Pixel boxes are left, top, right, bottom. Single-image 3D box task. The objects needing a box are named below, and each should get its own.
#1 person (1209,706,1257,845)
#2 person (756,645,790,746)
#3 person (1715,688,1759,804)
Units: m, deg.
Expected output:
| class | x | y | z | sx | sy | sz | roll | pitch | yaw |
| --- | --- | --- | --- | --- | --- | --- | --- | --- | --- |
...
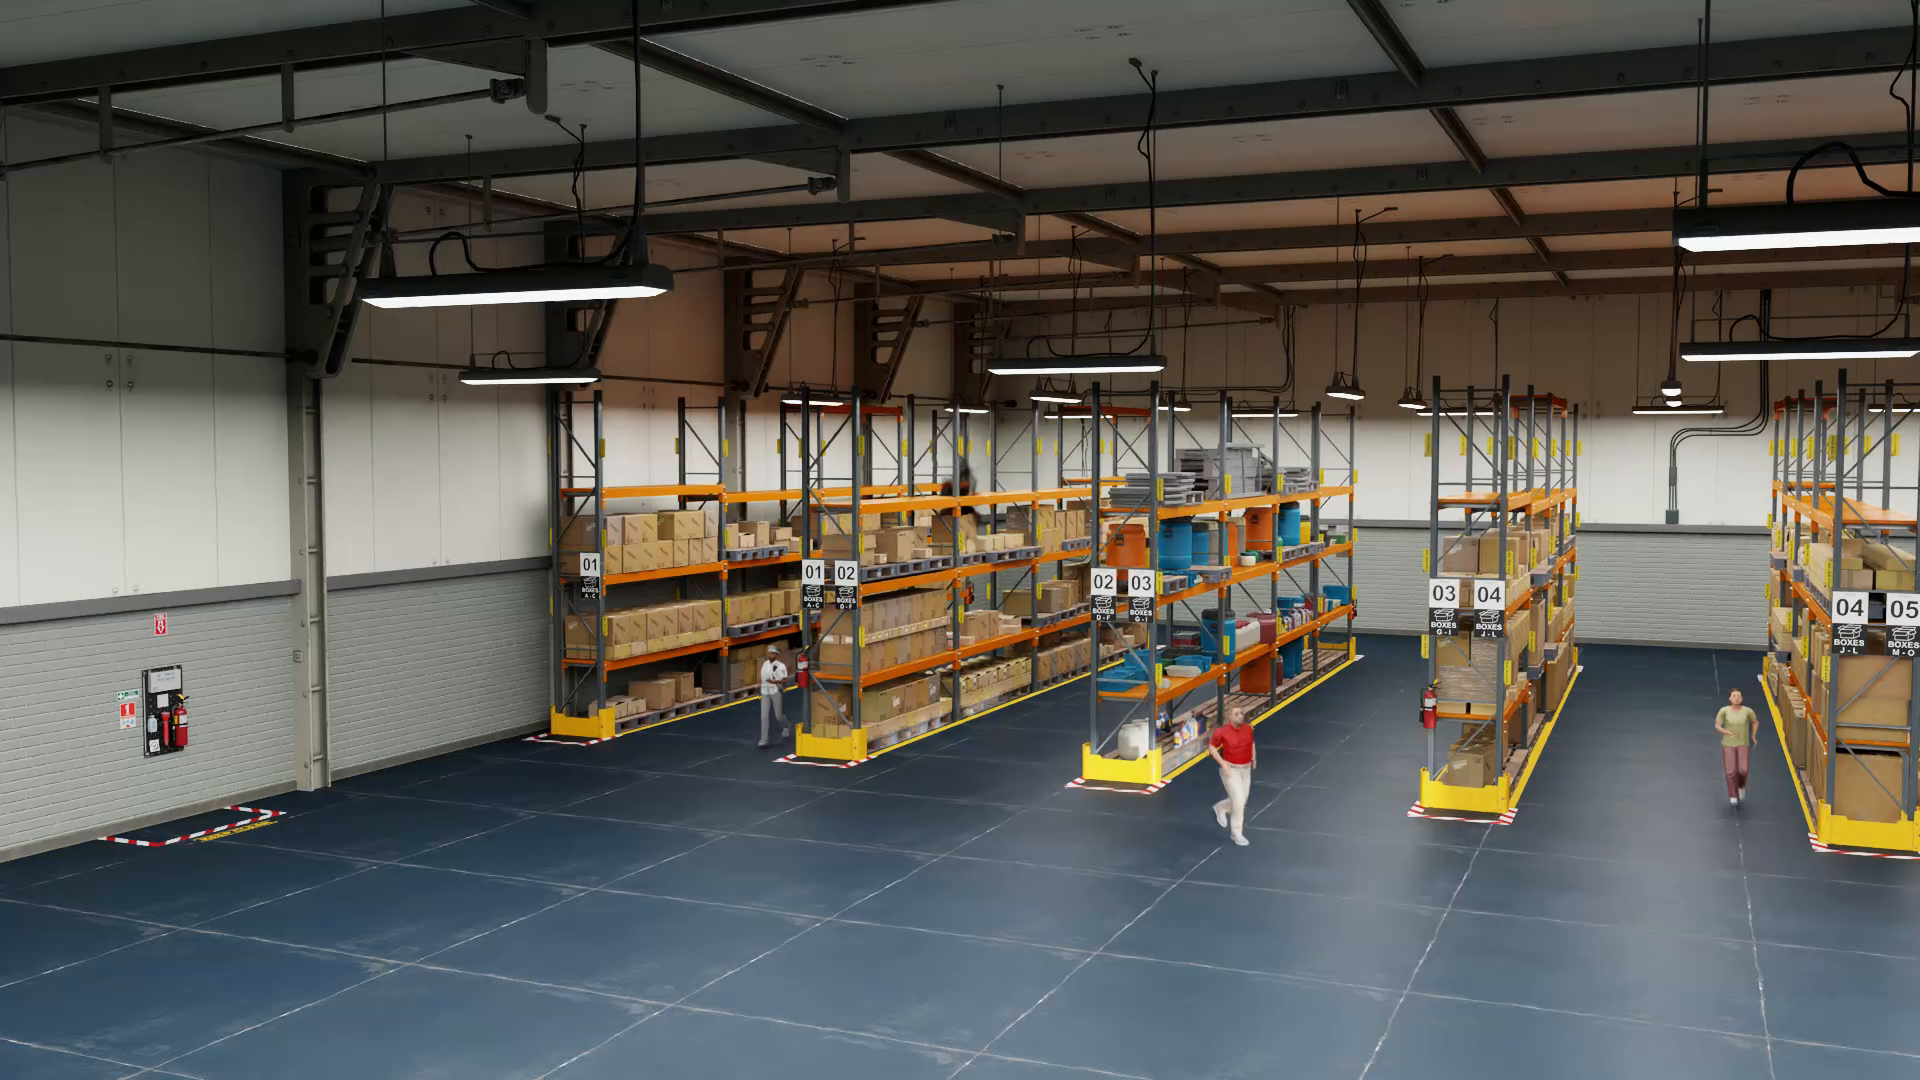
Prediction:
| class | x | y | z | sx | sy | sz | roll | pitch | yaw |
| --- | --- | --- | --- | --- | --- | --- | --- | --- | --- |
| person | 3.487 | 2.975 | 21.317 | 0.655 | 1.740 | 0.797 | -2 | 4 | -27 |
| person | -3.183 | 2.600 | 28.047 | 0.593 | 1.664 | 0.919 | 1 | 3 | 20 |
| person | 10.878 | 2.893 | 23.295 | 0.566 | 1.633 | 0.555 | 1 | 3 | 23 |
